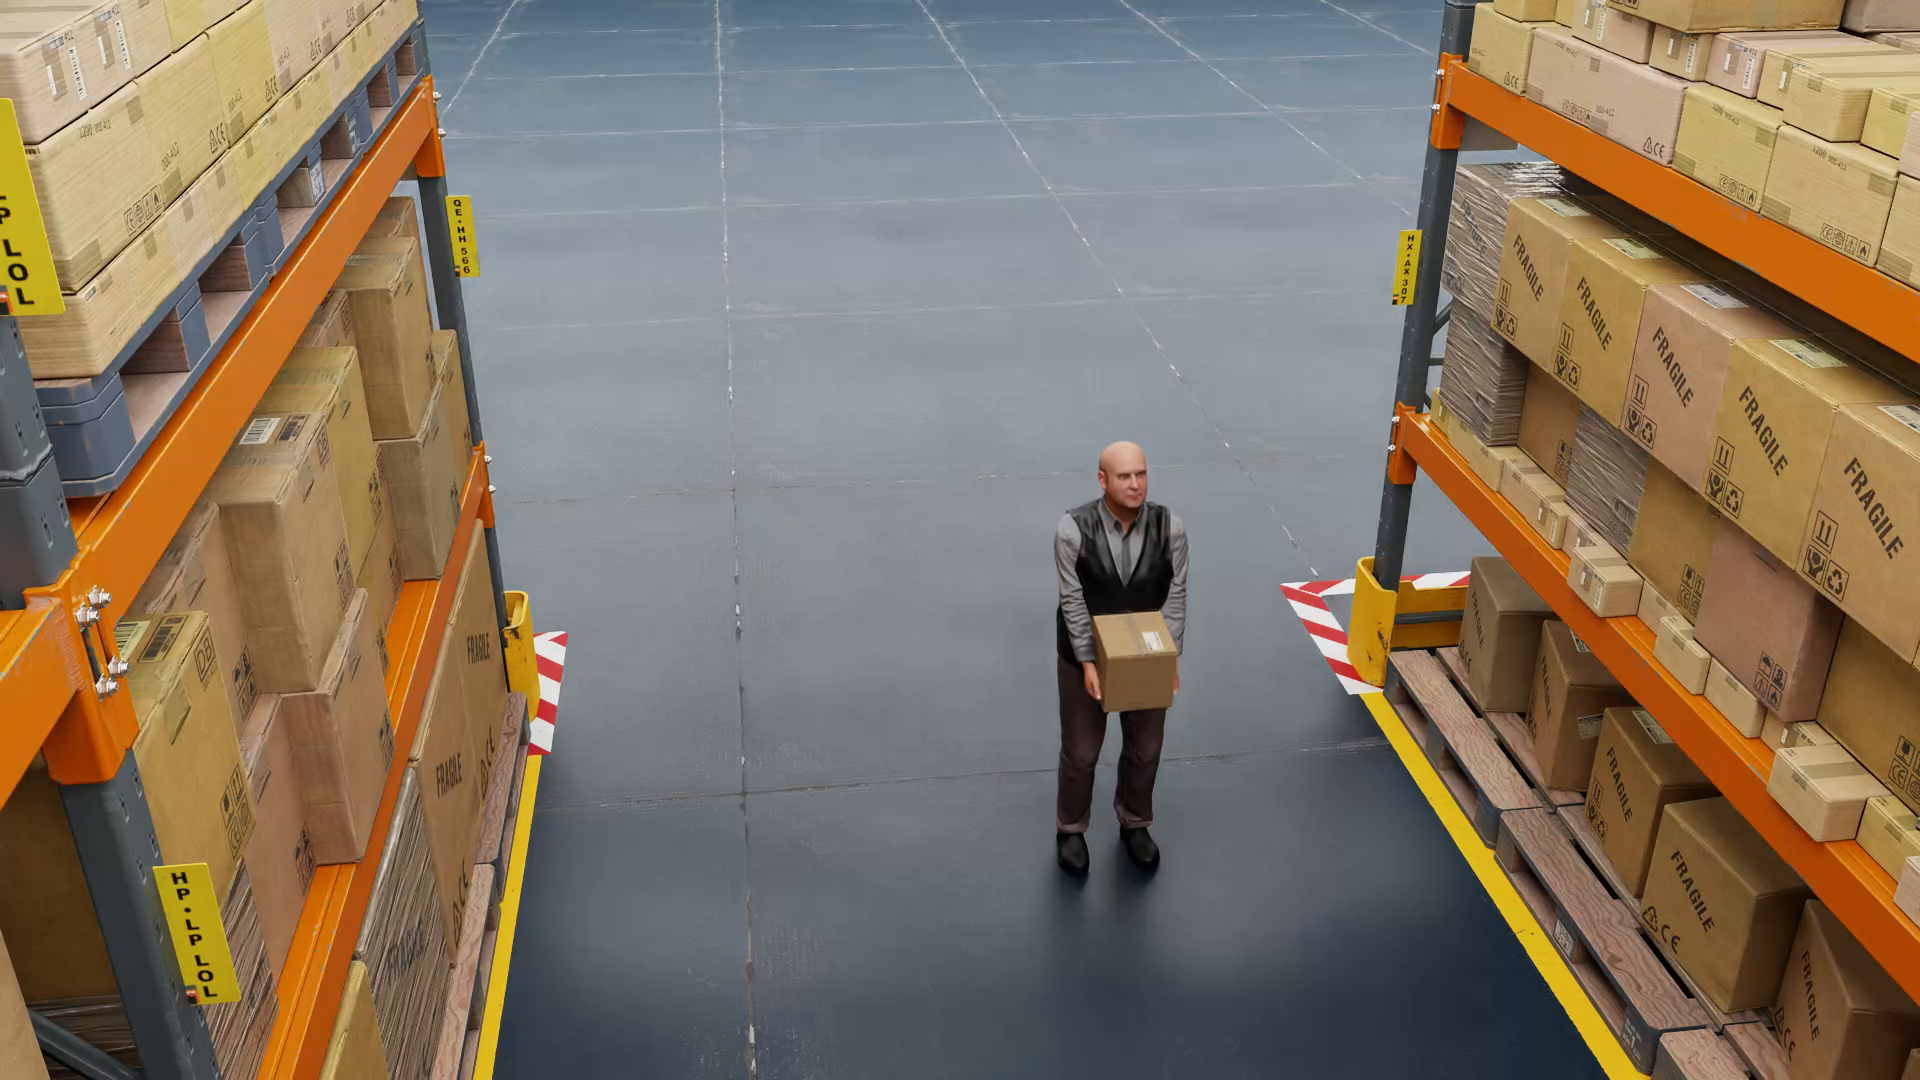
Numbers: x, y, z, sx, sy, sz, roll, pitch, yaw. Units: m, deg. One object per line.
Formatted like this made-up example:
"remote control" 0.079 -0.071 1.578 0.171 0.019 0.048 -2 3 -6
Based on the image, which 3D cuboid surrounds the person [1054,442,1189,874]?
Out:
"person" 0.604 0.491 6.185 0.498 1.716 0.550 -4 27 -7
